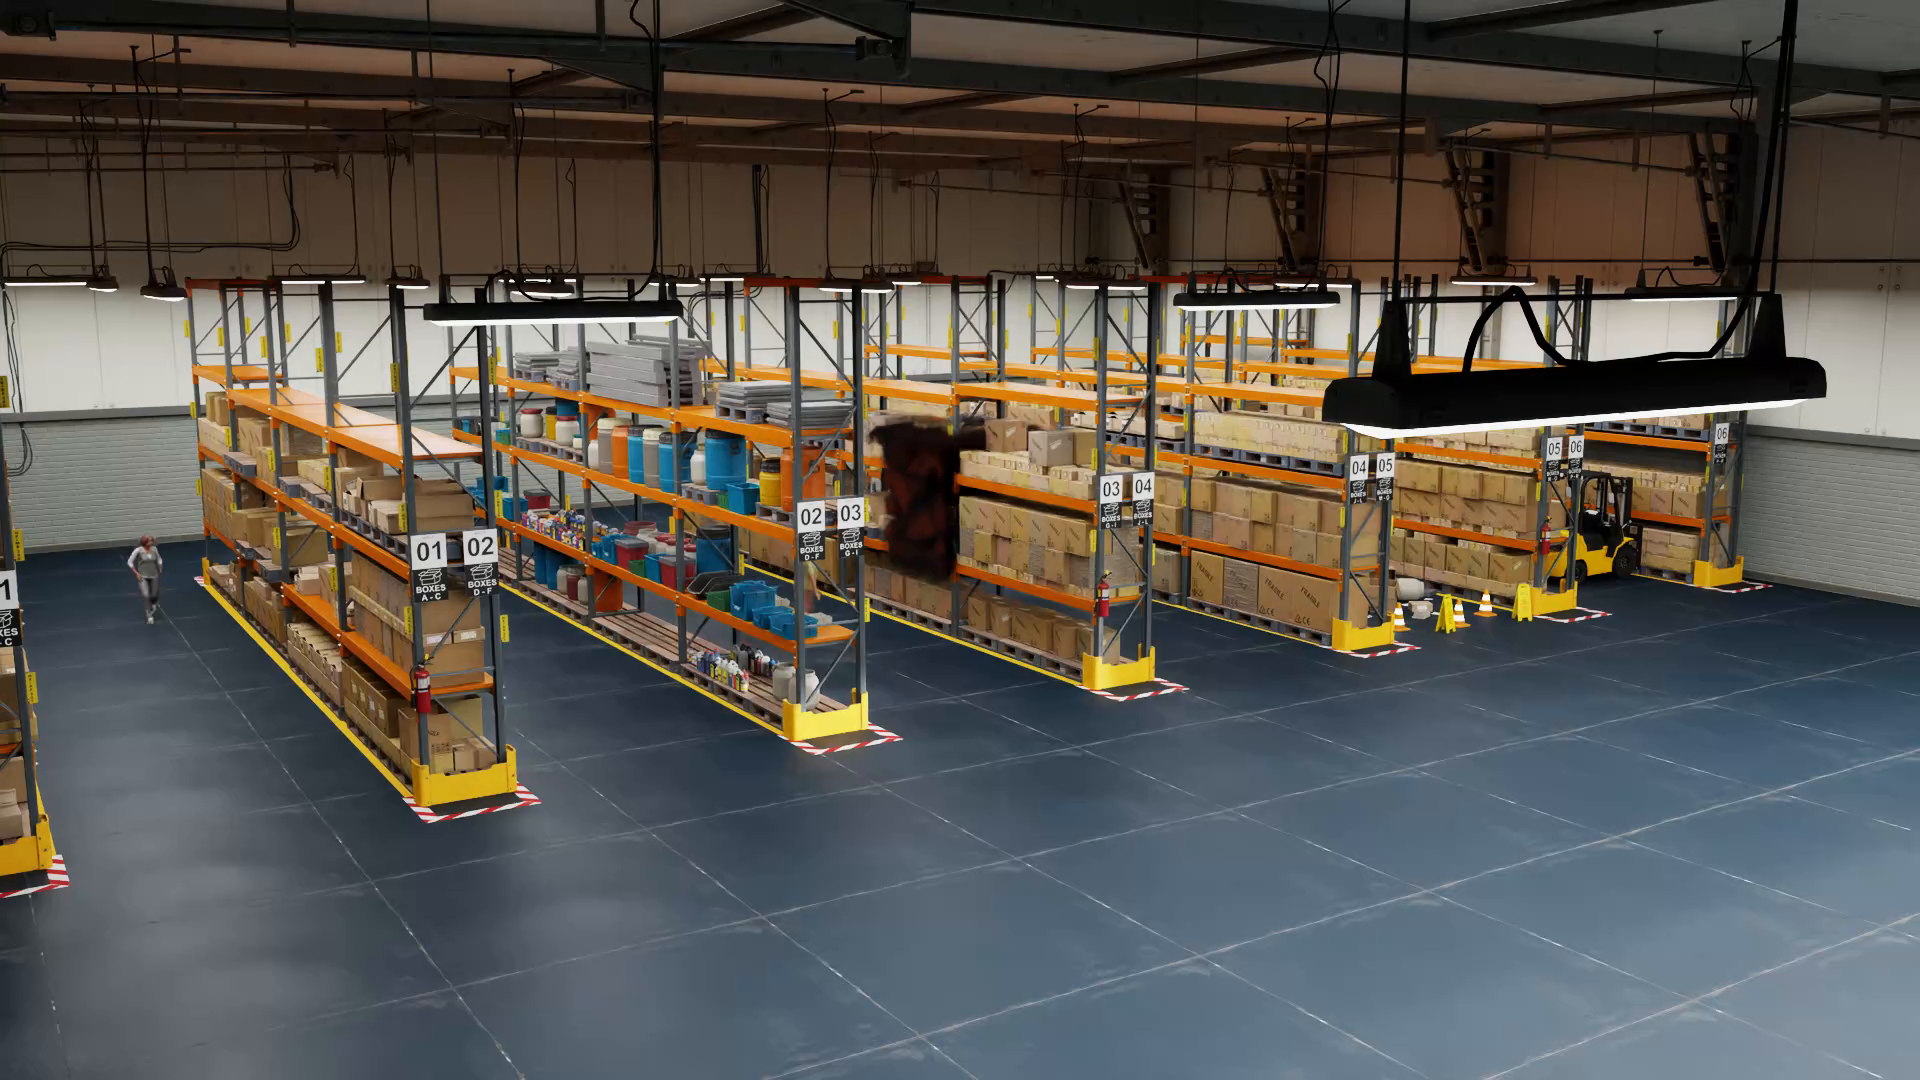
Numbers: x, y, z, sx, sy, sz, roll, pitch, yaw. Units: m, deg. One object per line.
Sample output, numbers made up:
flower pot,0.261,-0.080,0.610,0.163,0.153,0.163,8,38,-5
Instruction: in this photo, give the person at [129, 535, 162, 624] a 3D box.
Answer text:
person,-14.379,0.676,29.402,0.543,1.582,0.568,-6,11,-30

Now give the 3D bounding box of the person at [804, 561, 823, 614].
person,-2.376,0.817,26.439,0.572,1.674,0.605,-1,10,-7

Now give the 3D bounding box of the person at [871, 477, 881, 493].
person,-2.093,-1.517,42.042,0.626,1.639,0.510,-9,13,-42
